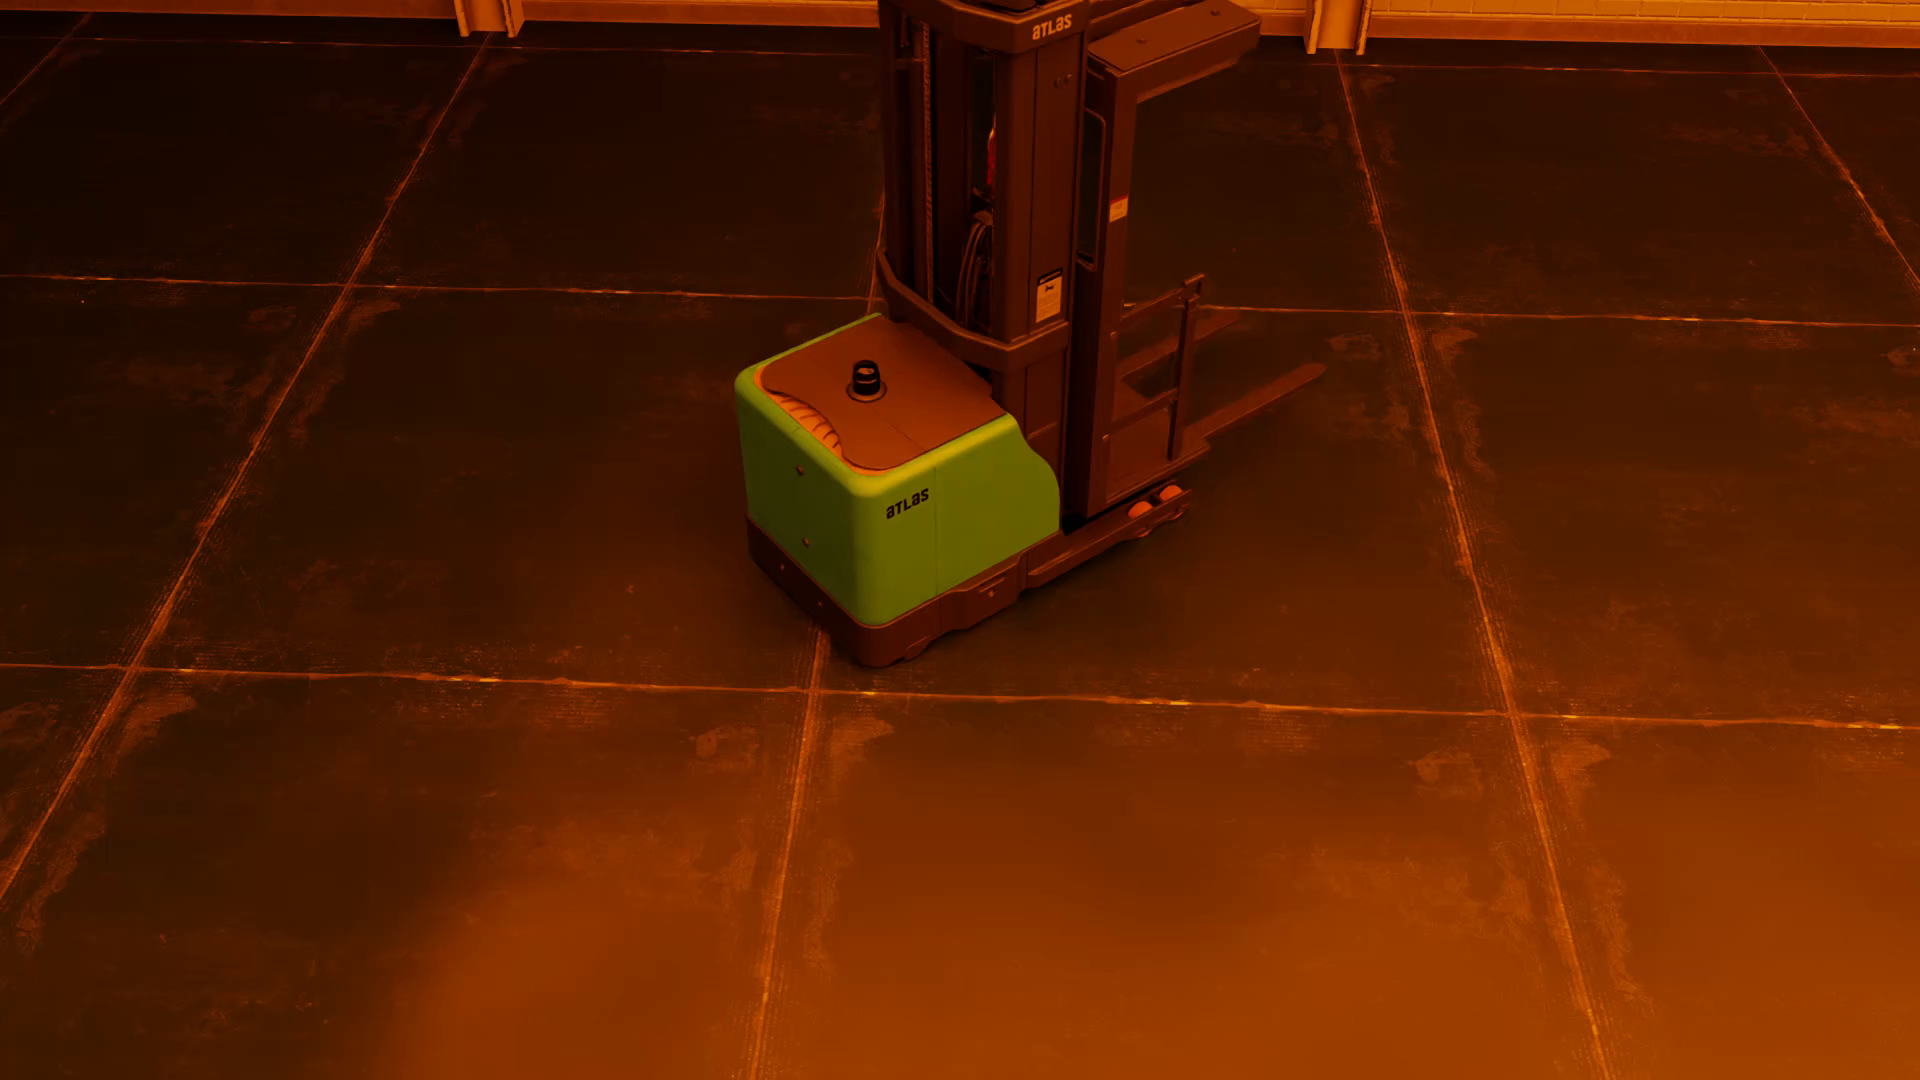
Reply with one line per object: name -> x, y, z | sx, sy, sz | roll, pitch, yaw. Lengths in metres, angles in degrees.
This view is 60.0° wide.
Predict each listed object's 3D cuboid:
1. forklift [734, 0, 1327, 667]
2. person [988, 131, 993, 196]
forklift -> 0.489, -1.355, 7.227 | 3.031, 2.935, 1.130 | -28, 49, -27
person -> 0.464, -1.616, 8.391 | 0.649, 1.753, 0.744 | 11, 44, 12
